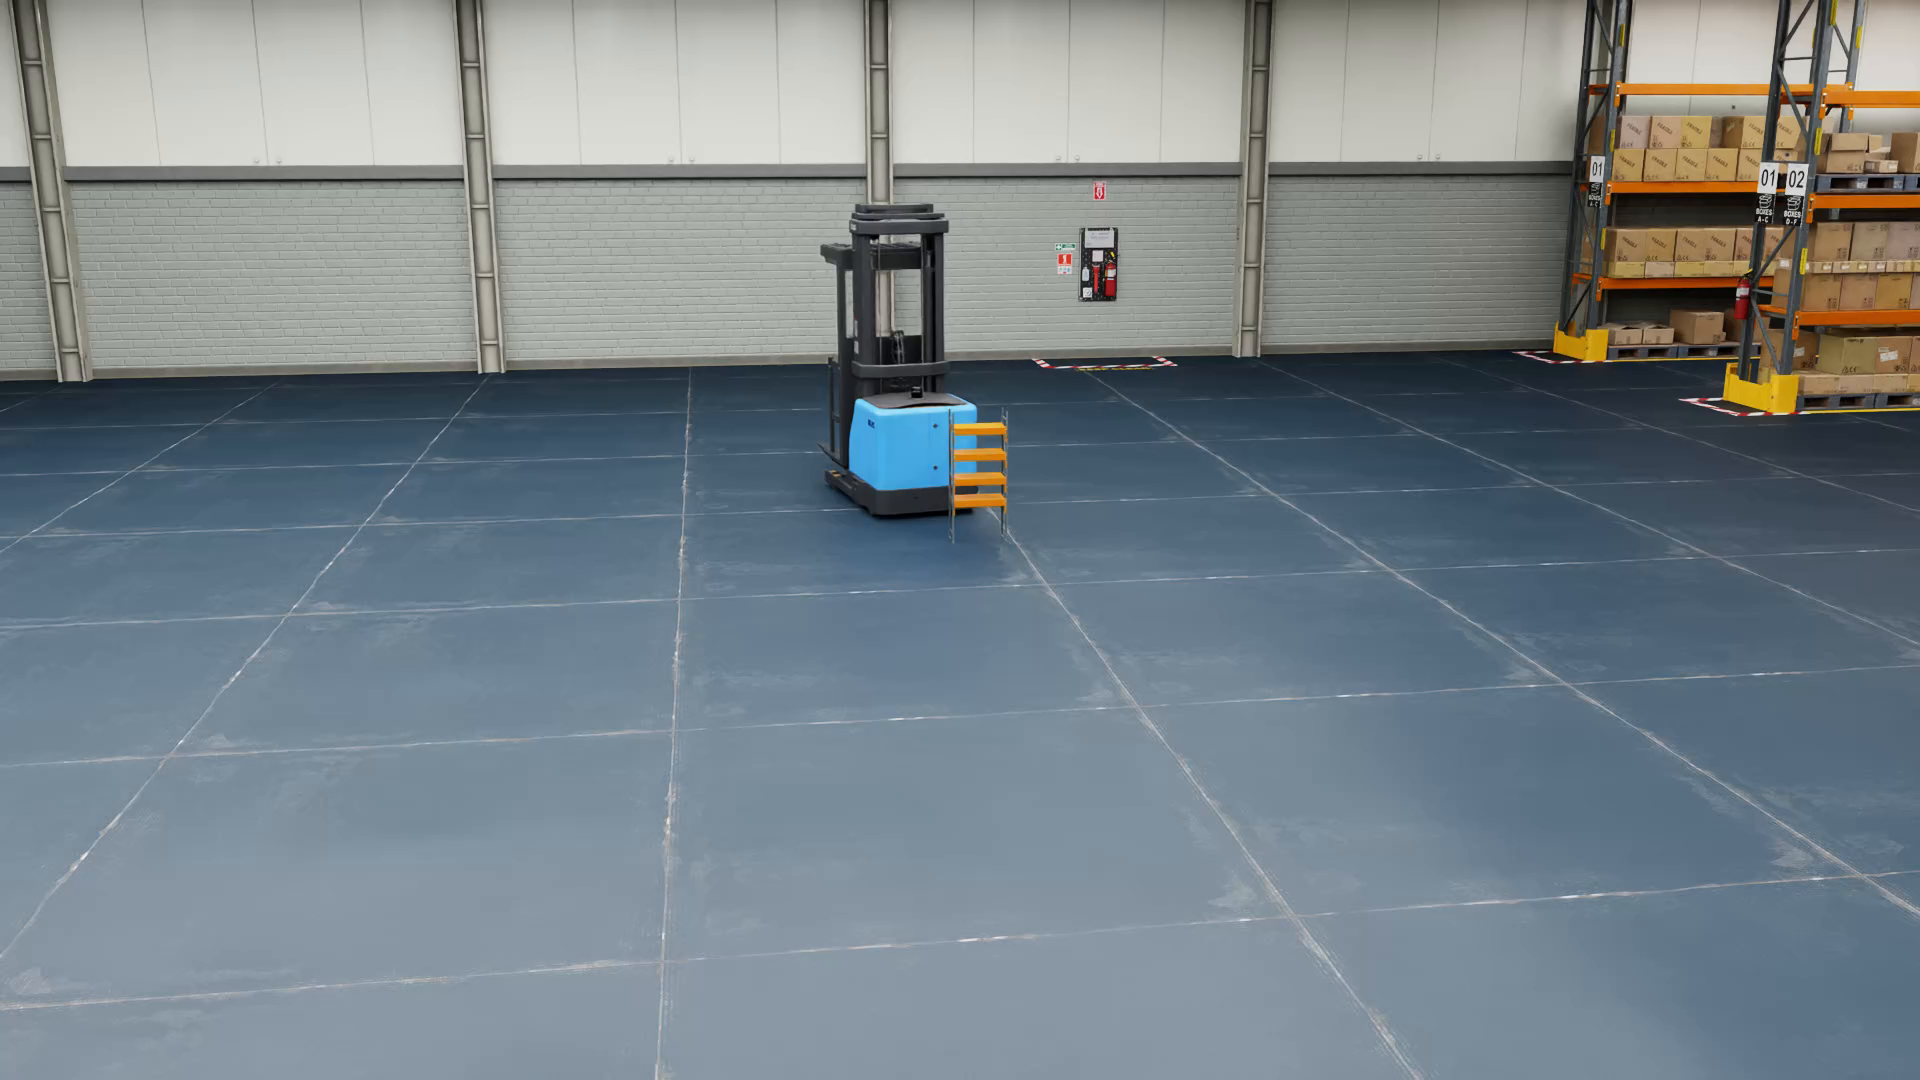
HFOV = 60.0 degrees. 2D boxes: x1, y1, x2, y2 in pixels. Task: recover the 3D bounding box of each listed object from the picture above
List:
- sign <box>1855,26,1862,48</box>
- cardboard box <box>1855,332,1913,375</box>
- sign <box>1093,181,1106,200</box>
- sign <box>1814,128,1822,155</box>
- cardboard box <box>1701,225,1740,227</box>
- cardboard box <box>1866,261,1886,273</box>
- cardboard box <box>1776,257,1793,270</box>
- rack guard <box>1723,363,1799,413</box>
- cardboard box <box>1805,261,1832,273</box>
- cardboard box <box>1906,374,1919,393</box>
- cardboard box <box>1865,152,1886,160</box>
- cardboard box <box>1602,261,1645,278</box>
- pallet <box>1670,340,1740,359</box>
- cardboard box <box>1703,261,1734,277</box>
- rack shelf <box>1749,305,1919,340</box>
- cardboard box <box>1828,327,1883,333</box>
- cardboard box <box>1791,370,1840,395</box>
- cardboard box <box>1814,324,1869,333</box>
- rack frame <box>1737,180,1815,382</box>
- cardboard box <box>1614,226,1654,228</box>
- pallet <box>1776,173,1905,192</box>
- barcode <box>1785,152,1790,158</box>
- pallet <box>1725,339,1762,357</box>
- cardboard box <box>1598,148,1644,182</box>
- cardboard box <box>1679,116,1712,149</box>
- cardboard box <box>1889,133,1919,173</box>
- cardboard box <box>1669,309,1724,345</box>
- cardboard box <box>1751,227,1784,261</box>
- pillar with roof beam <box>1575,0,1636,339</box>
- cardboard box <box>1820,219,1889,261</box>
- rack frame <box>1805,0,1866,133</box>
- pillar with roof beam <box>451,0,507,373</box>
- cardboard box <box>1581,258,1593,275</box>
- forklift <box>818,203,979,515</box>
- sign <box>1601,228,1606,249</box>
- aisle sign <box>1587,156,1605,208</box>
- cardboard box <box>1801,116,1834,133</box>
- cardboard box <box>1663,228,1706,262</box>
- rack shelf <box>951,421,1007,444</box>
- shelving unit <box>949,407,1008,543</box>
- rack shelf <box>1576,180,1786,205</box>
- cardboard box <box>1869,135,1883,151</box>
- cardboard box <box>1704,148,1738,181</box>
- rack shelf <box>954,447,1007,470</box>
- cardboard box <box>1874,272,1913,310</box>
[{"bbox_3d":[14.075,-7.875,26.042,0.005,0.325,0.100,-2,14,-8],"label":"sign"},{"bbox_3d":[12.349,-2.508,22.305,0.500,0.500,0.500,-2,14,-8],"label":"cardboard box"},{"bbox_3d":[2.215,-5.544,26.396,0.199,0.298,0.001,-2,14,-8],"label":"sign"},{"bbox_3d":[10.876,-5.052,21.076,0.005,0.325,0.100,-2,14,-8],"label":"sign"},{"bbox_3d":[12.511,-4.905,27.338,0.500,0.500,0.500,-2,14,-7],"label":"cardboard box"},{"bbox_3d":[11.976,-3.622,21.959,0.250,0.149,0.380,-2,14,-9],"label":"cardboard box"},{"bbox_3d":[11.148,-3.692,22.237,0.250,0.149,0.380,-2,14,-9],"label":"cardboard box"},{"bbox_3d":[10.775,-2.056,22.390,0.348,0.500,1.175,-2,14,-8],"label":"rack guard"},{"bbox_3d":[11.219,-3.594,21.849,0.250,0.149,0.380,-2,14,-9],"label":"cardboard box"},{"bbox_3d":[12.846,-2.159,22.453,0.500,0.250,0.500,-2,14,-8],"label":"cardboard box"},{"bbox_3d":[11.898,-5.028,22.094,0.500,0.250,0.500,-2,14,-8],"label":"cardboard box"},{"bbox_3d":[10.587,-4.339,26.622,0.500,0.250,0.500,-3,14,-10],"label":"cardboard box"},{"bbox_3d":[12.145,-3.175,27.447,1.213,0.211,1.003,-2,14,-8],"label":"pallet"},{"bbox_3d":[12.103,-4.396,26.850,0.500,0.250,0.500,-2,14,-8],"label":"cardboard box"},{"bbox_3d":[12.777,-2.992,22.466,4.000,0.370,1.077,-2,14,-8],"label":"rack shelf"},{"bbox_3d":[12.272,-2.633,22.803,0.500,0.500,0.500,-2,14,-8],"label":"cardboard box"},{"bbox_3d":[11.362,-2.105,22.237,0.500,0.250,0.500,-2,14,-8],"label":"cardboard box"},{"bbox_3d":[14.738,-3.637,27.791,0.500,0.500,0.700,-2,14,-6],"label":"cardboard box"},{"bbox_3d":[10.799,-3.269,22.090,0.127,3.000,1.000,-2,14,-8],"label":"rack frame"},{"bbox_3d":[10.991,-4.845,27.100,0.500,0.500,0.500,-2,14,-8],"label":"cardboard box"},{"bbox_3d":[11.502,-4.700,21.813,1.213,0.211,1.003,-2,14,-8],"label":"pallet"},{"bbox_3d":[11.025,-5.132,22.161,0.075,0.075,0.001,-2,14,-8],"label":"barcode"},{"bbox_3d":[13.354,-3.220,27.627,1.213,0.211,1.003,-2,14,-8],"label":"pallet"},{"bbox_3d":[10.425,-5.925,26.270,0.500,0.500,0.500,-2,14,-7],"label":"cardboard box"},{"bbox_3d":[11.483,-6.441,26.271,0.500,0.500,0.500,-2,14,-7],"label":"cardboard box"},{"bbox_3d":[12.482,-5.038,21.622,0.500,0.500,0.500,-2,14,-8],"label":"cardboard box"},{"bbox_3d":[12.051,-3.500,27.245,0.500,0.500,0.700,-3,14,-12],"label":"cardboard box"},{"bbox_3d":[13.099,-4.795,26.901,0.500,0.500,0.500,-2,14,-9],"label":"cardboard box"},{"bbox_3d":[11.262,-6.568,22.913,0.400,9.000,9.100,-2,14,-8],"label":"pillar with roof beam"},{"bbox_3d":[11.834,-3.983,22.064,0.500,0.500,0.700,-2,14,-10],"label":"cardboard box"},{"bbox_3d":[14.013,-7.515,26.689,0.127,3.000,1.000,-2,14,-8],"label":"rack frame"},{"bbox_3d":[-6.537,-5.916,20.311,0.400,9.000,9.100,-2,14,-8],"label":"pillar with roof beam"},{"bbox_3d":[10.491,-4.461,27.110,0.500,0.250,0.500,-2,14,-7],"label":"cardboard box"},{"bbox_3d":[-0.780,-1.973,17.064,1.130,2.935,3.031,-5,15,-18],"label":"forklift"},{"bbox_3d":[10.138,-4.750,26.215,0.005,0.325,0.100,-2,14,-8],"label":"sign"},{"bbox_3d":[10.031,-5.646,26.226,0.004,0.787,0.394,-2,14,-8],"label":"aisle sign"},{"bbox_3d":[13.558,-6.520,26.585,0.500,0.500,0.500,-3,14,-13],"label":"cardboard box"},{"bbox_3d":[11.576,-4.739,26.676,0.500,0.500,0.500,-3,14,-10],"label":"cardboard box"},{"bbox_3d":[0.164,-0.969,15.004,0.480,0.148,0.258,-2,14,-8],"label":"rack shelf"},{"bbox_3d":[0.164,-0.588,15.100,0.503,1.200,0.258,-2,14,-8],"label":"shelving unit"},{"bbox_3d":[12.035,-5.639,26.852,4.000,0.370,1.077,-2,14,-8],"label":"rack shelf"},{"bbox_3d":[14.565,-6.313,26.993,0.500,0.500,0.500,0,14,0],"label":"cardboard box"},{"bbox_3d":[12.001,-5.981,26.490,0.500,0.500,0.500,-1,14,-5],"label":"cardboard box"},{"bbox_3d":[0.164,-0.740,15.062,0.480,0.148,0.258,-2,14,-8],"label":"rack shelf"},{"bbox_3d":[12.273,-3.368,22.280,0.500,0.500,0.700,-2,14,-8],"label":"cardboard box"}]
